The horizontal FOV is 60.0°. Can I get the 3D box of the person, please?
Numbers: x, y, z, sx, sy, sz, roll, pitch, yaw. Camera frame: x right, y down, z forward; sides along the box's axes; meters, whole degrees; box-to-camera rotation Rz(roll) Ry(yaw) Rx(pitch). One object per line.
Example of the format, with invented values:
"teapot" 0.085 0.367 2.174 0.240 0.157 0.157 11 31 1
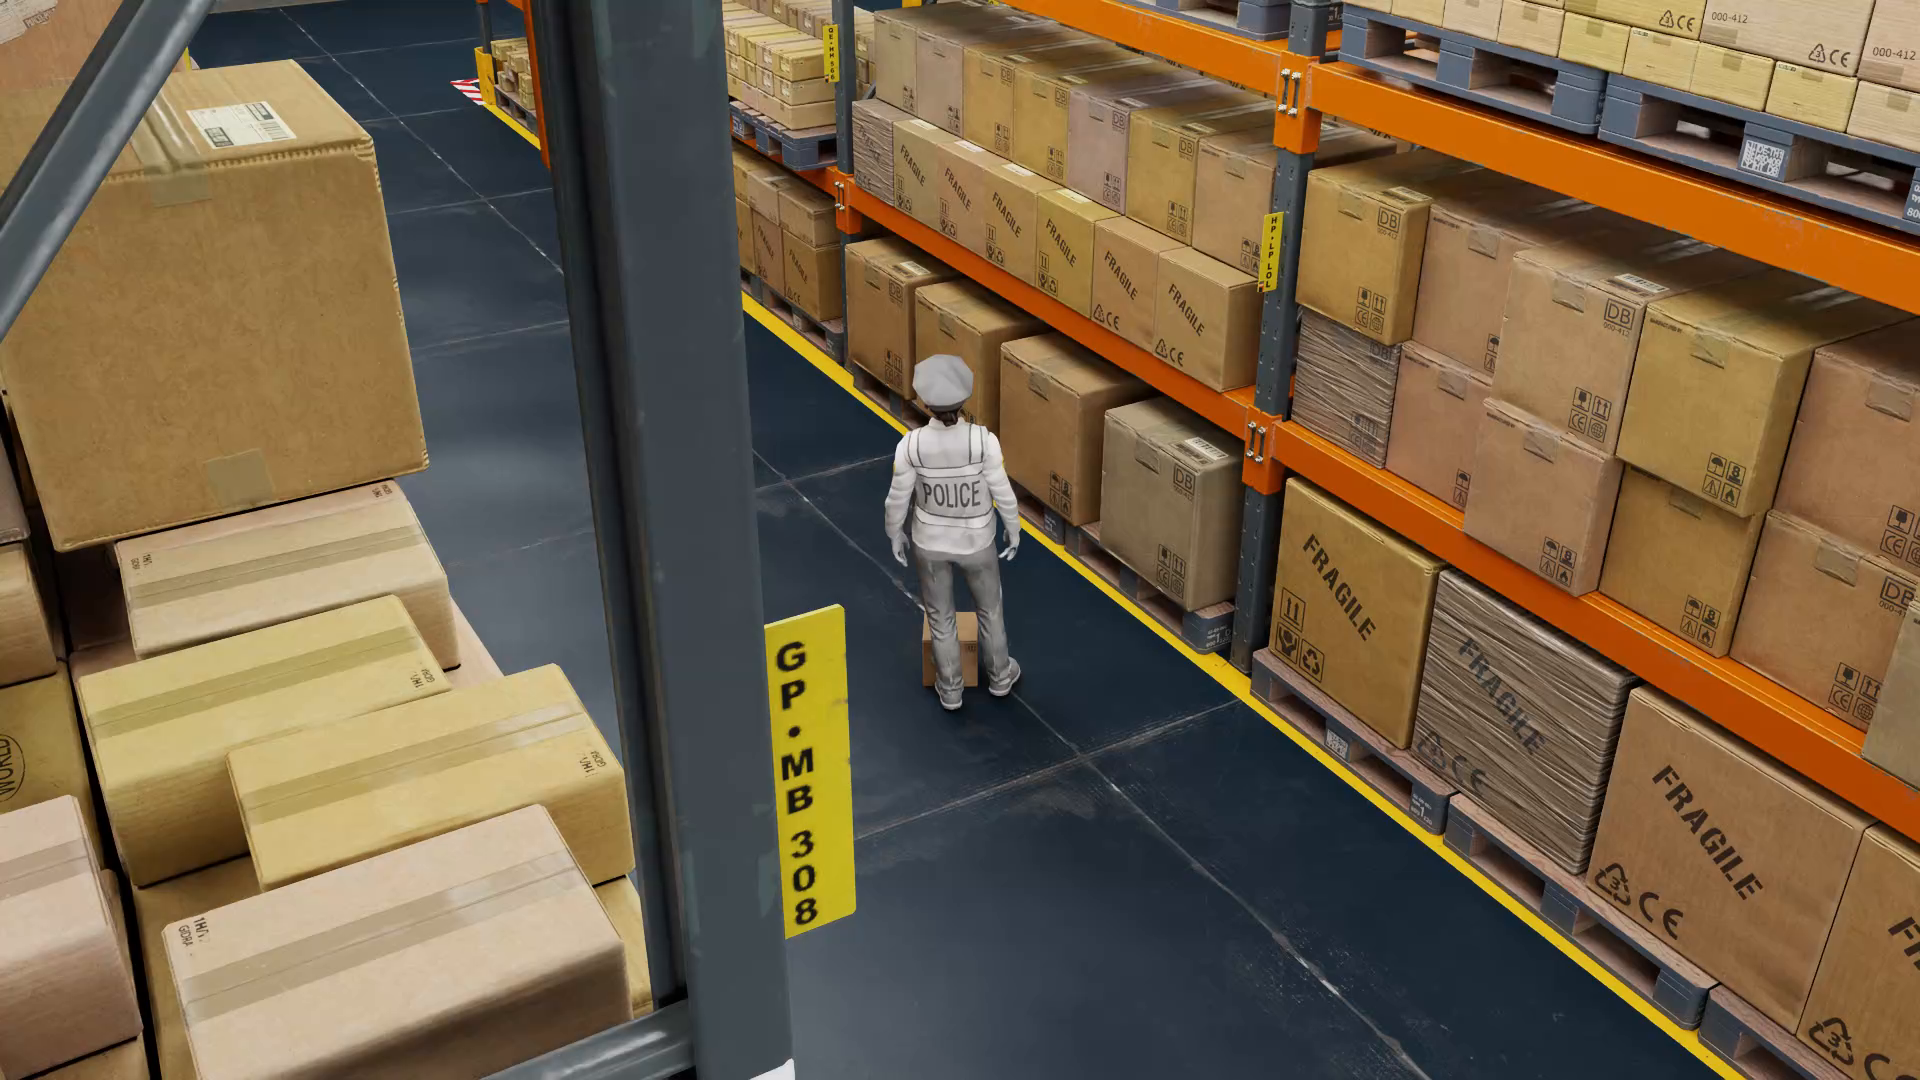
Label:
"person" -0.023 -0.034 7.133 0.586 1.694 0.532 1 29 2
